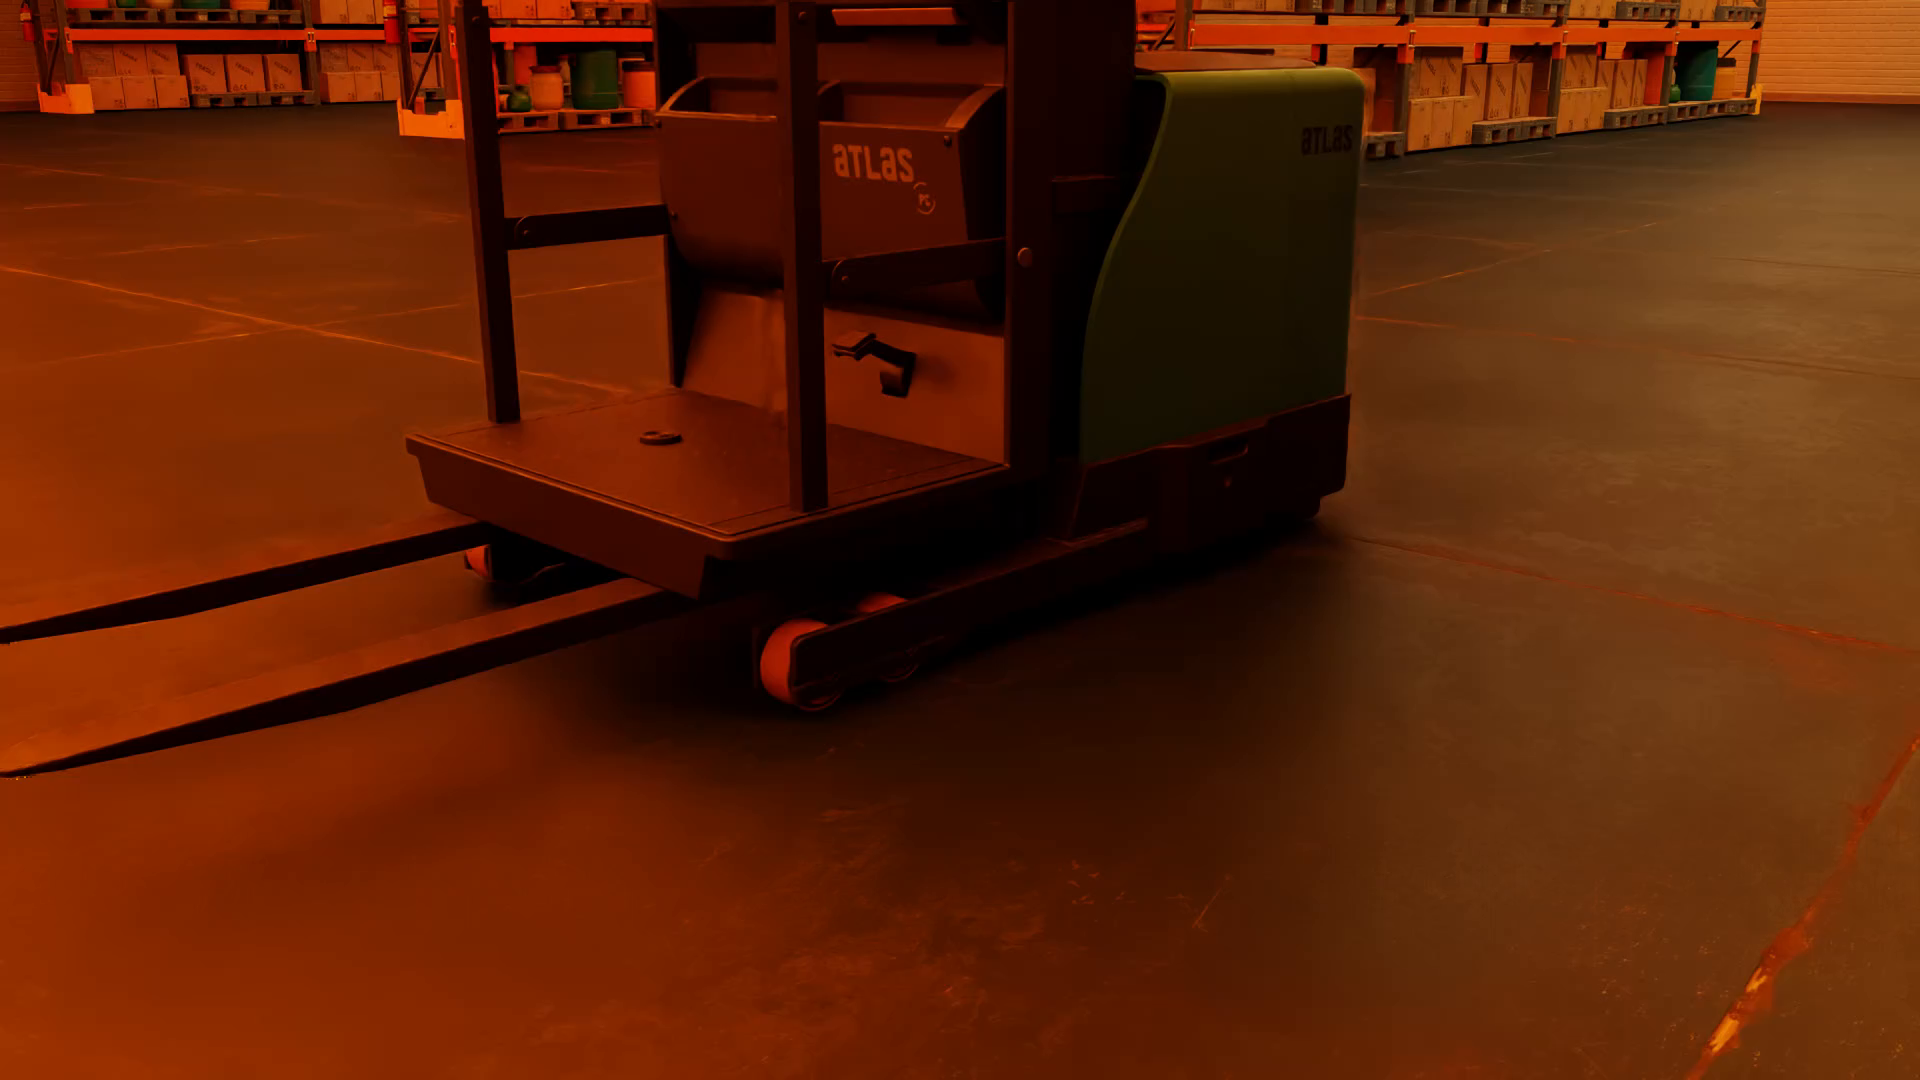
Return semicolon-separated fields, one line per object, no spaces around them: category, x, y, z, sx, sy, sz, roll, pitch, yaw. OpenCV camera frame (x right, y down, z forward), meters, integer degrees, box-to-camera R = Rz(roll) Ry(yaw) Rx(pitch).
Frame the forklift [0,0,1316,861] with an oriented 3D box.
forklift;-0.323;-1.242;2.986;1.130;2.935;3.031;10;20;30
